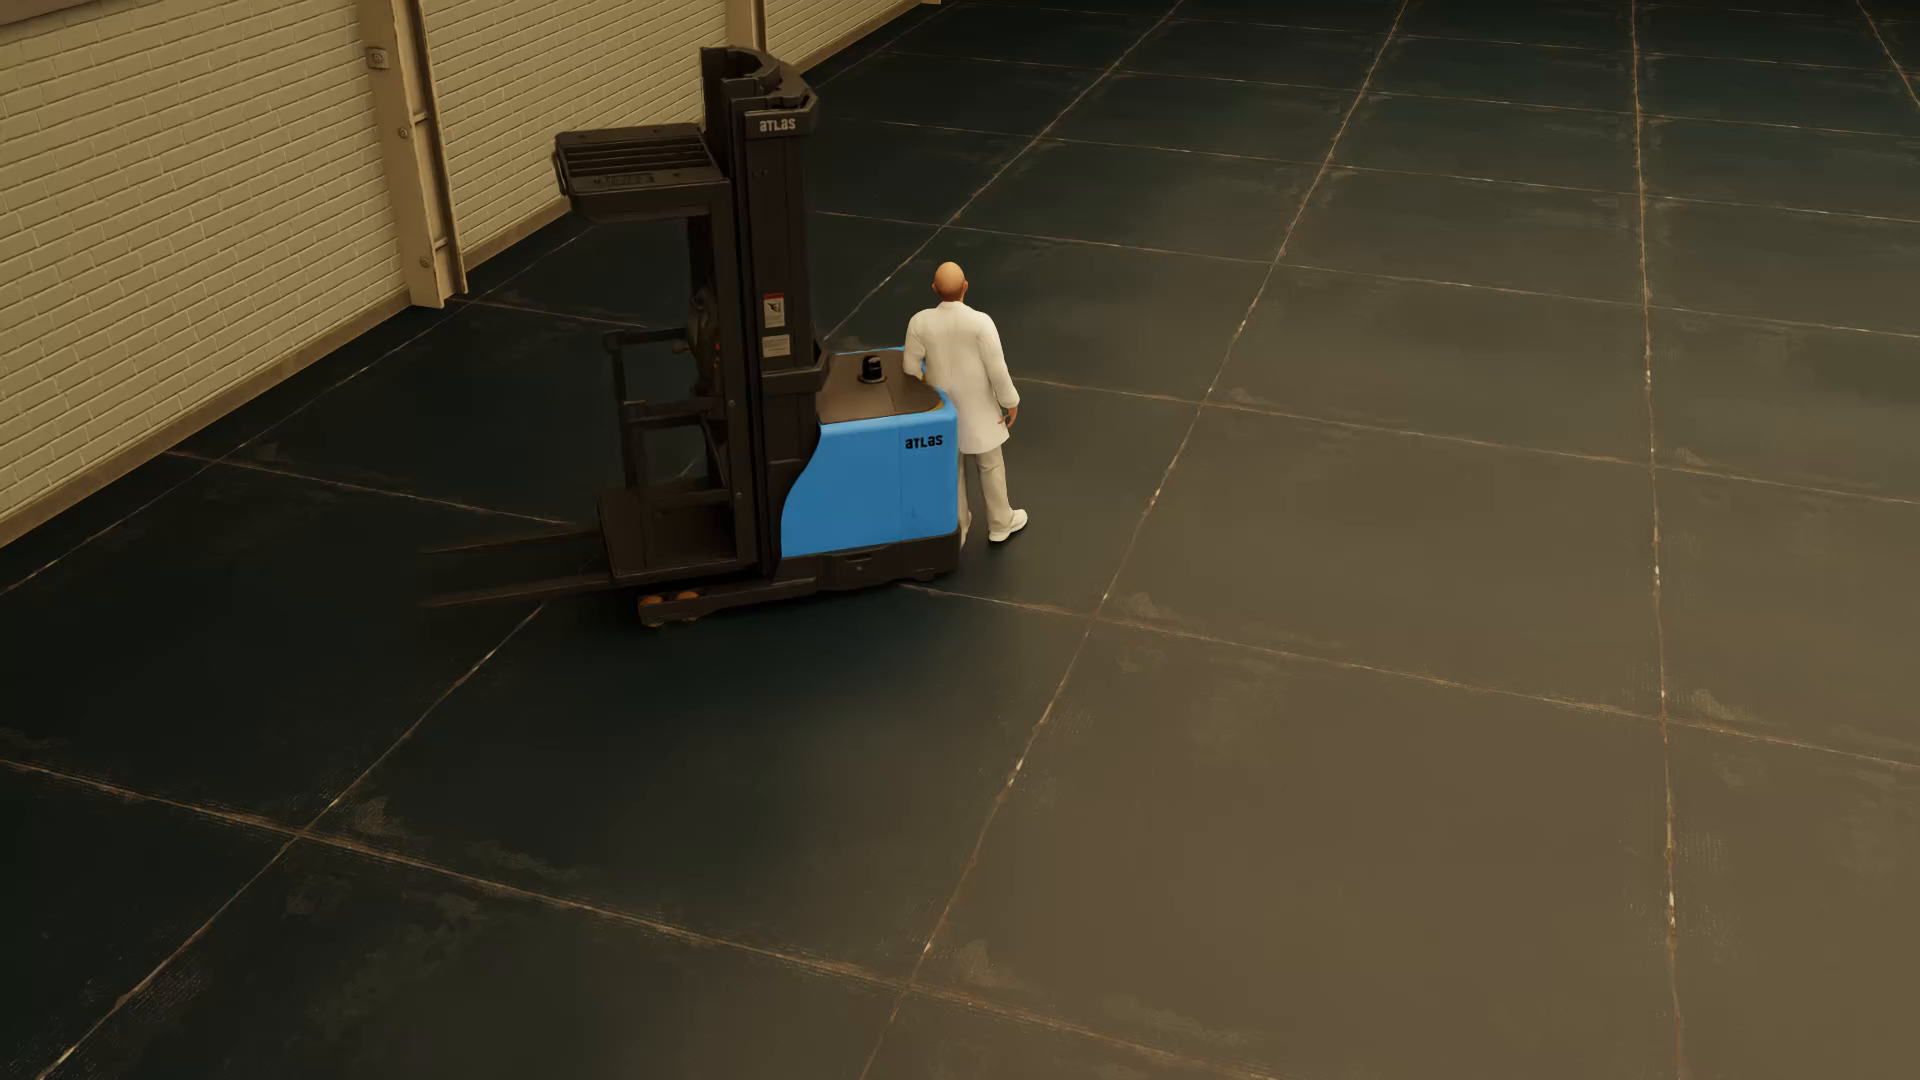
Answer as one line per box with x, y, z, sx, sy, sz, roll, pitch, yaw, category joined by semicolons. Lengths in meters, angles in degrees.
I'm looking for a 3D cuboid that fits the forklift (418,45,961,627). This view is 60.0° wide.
-1.571;-1.083;9.036;3.031;2.935;1.130;-8;31;-14;forklift

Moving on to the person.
0.034;-0.820;9.725;0.696;1.775;0.581;10;31;16;person
